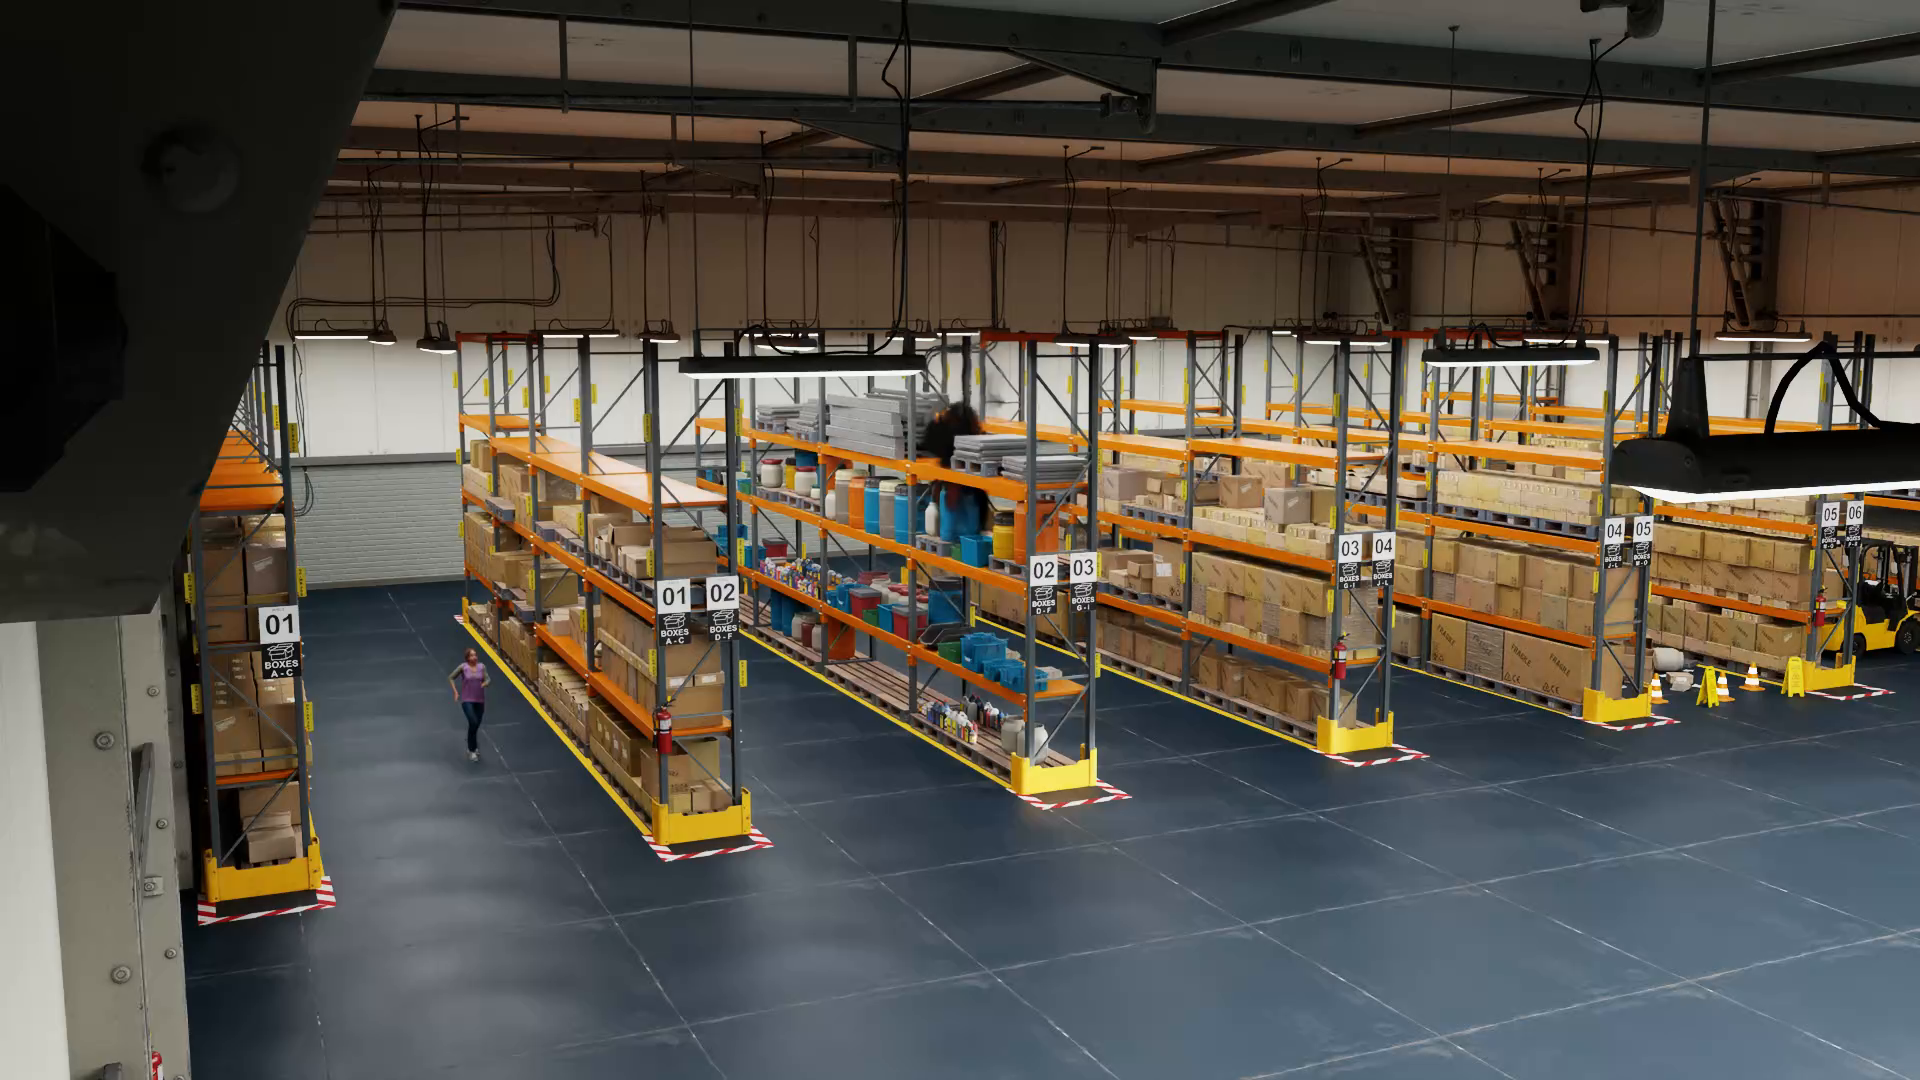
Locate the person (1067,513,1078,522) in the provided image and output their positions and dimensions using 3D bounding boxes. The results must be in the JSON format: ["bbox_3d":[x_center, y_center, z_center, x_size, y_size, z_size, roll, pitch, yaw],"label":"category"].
[{"bbox_3d":[2.747,-0.017,41.143,0.644,1.710,0.582,-5,9,-33],"label":"person"}]

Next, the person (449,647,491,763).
[{"bbox_3d":[-6.972,2.391,23.791,0.503,1.546,0.710,-6,10,-39],"label":"person"}]
